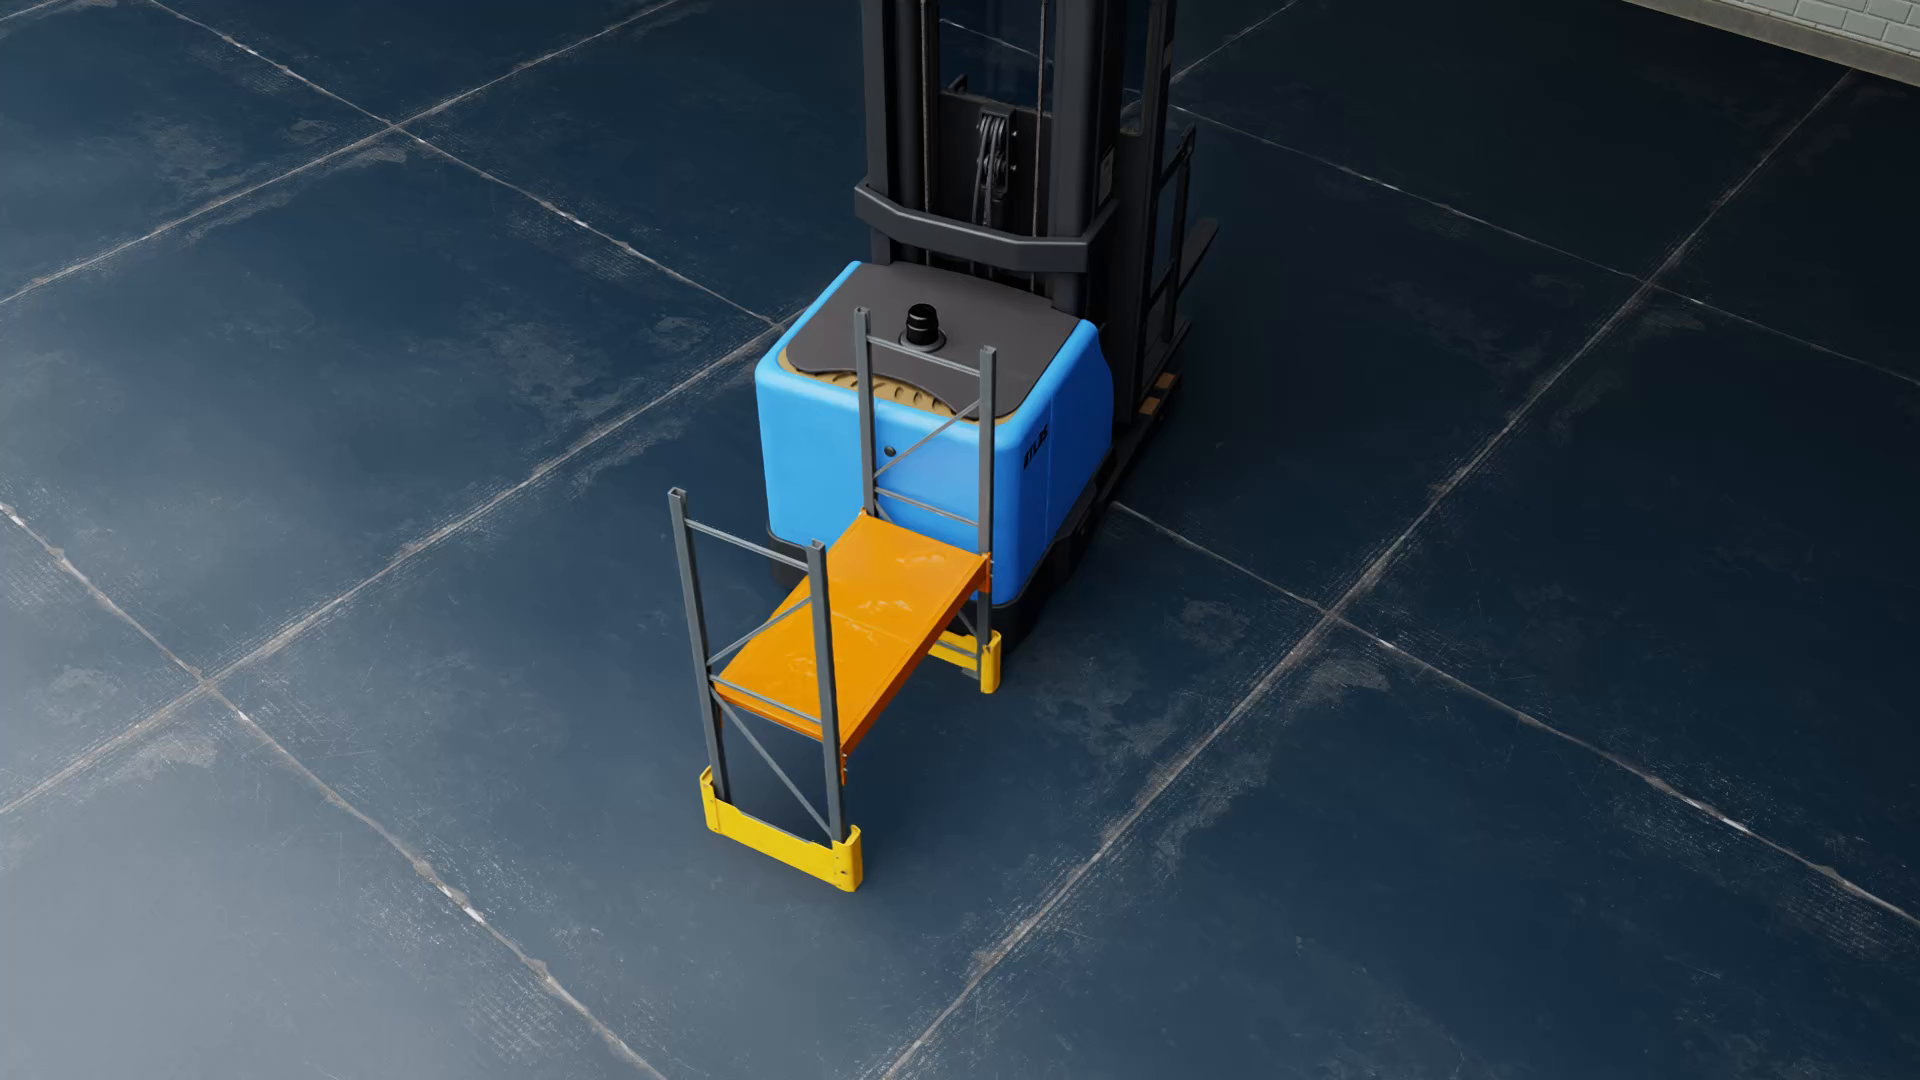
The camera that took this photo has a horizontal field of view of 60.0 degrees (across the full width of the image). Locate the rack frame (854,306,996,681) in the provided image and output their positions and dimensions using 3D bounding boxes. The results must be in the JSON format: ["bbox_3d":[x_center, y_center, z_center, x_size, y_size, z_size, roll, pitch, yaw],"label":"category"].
[{"bbox_3d":[-0.114,-0.110,5.756,0.500,1.500,0.032,20,46,20],"label":"rack frame"}]

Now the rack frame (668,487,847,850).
[{"bbox_3d":[-0.593,0.493,5.093,0.500,1.500,0.032,20,46,20],"label":"rack frame"}]

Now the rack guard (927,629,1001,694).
[{"bbox_3d":[-0.123,0.364,6.164,0.587,0.250,0.087,20,46,20],"label":"rack guard"}]

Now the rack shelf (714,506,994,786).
[{"bbox_3d":[-0.353,0.325,5.546,0.538,0.185,1.000,20,46,20],"label":"rack shelf"}]

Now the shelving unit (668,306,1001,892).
[{"bbox_3d":[-0.357,0.197,5.419,0.587,1.500,1.083,20,46,20],"label":"shelving unit"}]

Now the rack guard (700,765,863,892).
[{"bbox_3d":[-0.592,0.955,5.514,0.587,0.250,0.087,20,46,20],"label":"rack guard"}]

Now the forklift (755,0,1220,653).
[{"bbox_3d":[0.334,-1.658,6.394,1.130,2.935,3.031,17,45,18],"label":"forklift"}]
